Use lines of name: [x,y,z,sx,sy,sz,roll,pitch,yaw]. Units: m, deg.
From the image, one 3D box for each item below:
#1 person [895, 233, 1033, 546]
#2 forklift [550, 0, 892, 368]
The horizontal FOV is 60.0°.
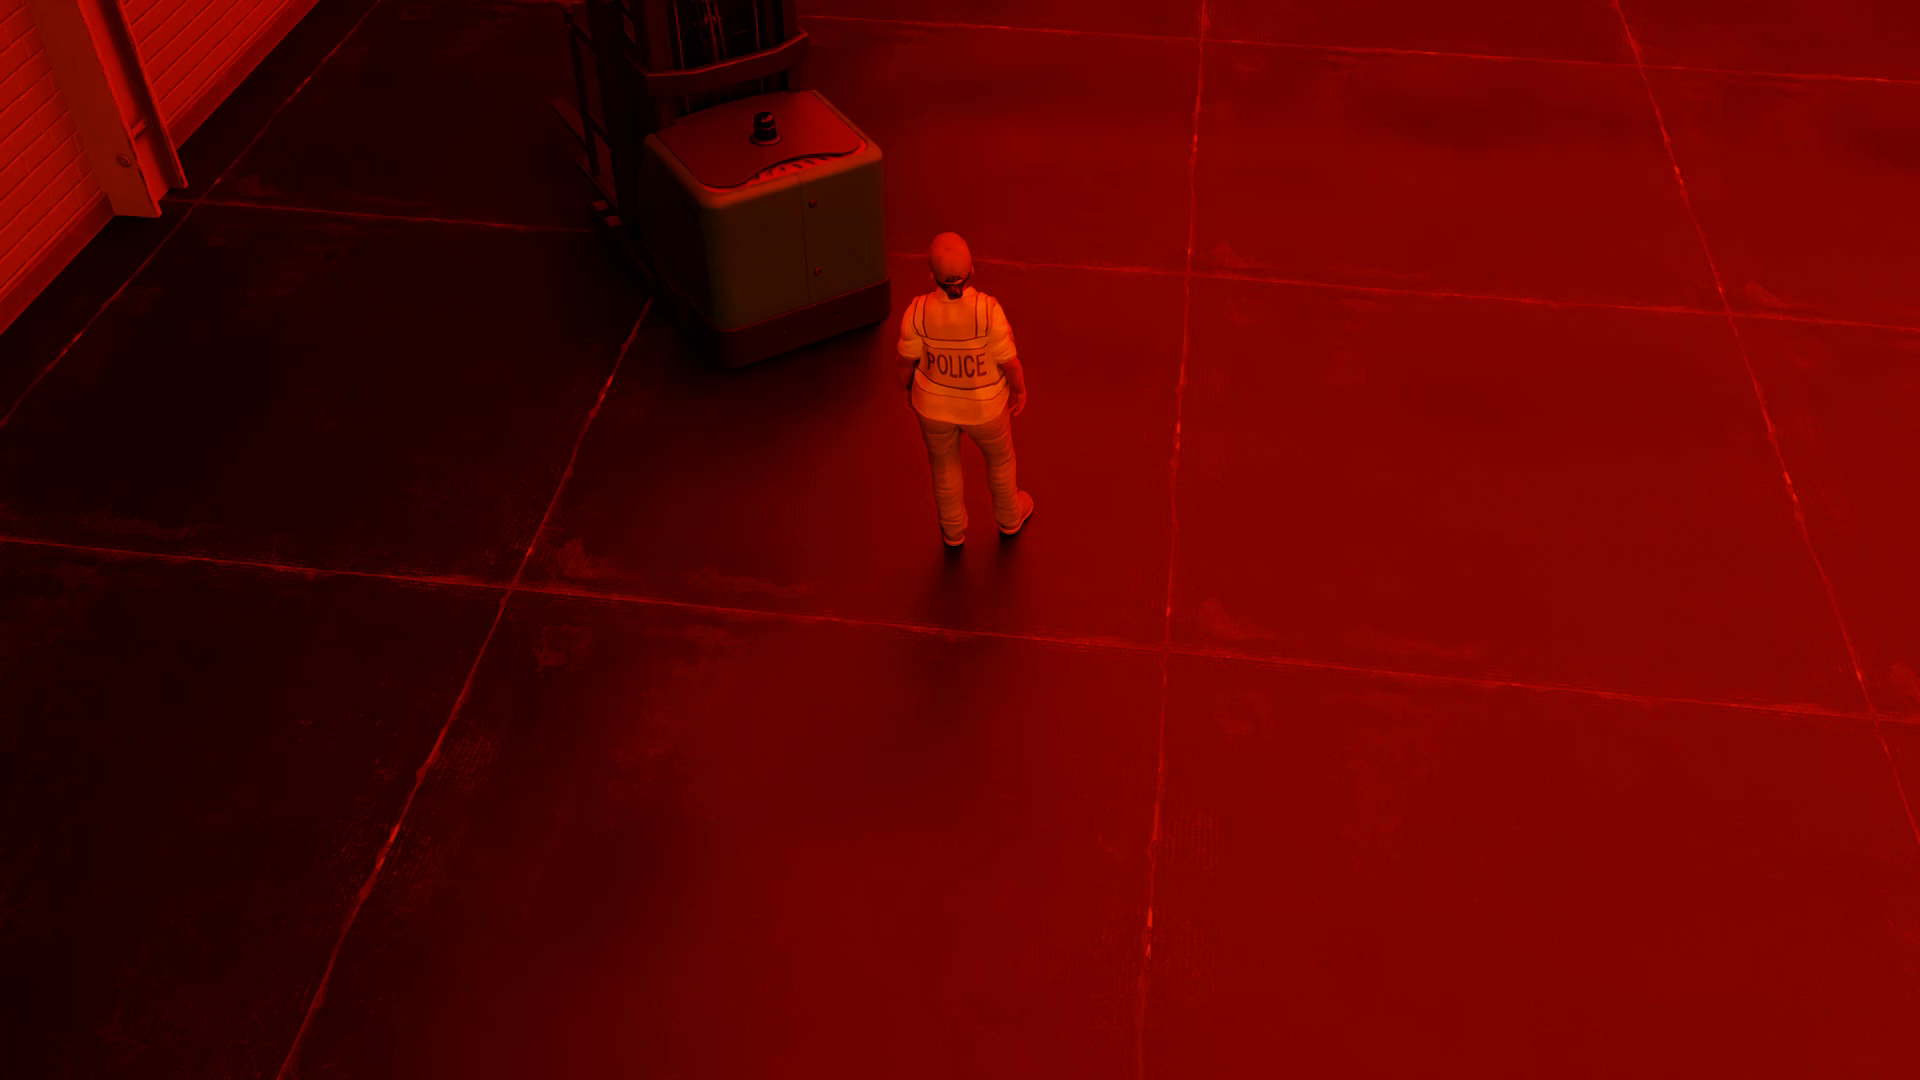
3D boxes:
person: [0.033,-0.669,7.375,0.598,1.670,0.529,5,43,6]
forklift: [-1.560,-2.967,8.954,1.130,2.935,3.031,-22,47,-22]
